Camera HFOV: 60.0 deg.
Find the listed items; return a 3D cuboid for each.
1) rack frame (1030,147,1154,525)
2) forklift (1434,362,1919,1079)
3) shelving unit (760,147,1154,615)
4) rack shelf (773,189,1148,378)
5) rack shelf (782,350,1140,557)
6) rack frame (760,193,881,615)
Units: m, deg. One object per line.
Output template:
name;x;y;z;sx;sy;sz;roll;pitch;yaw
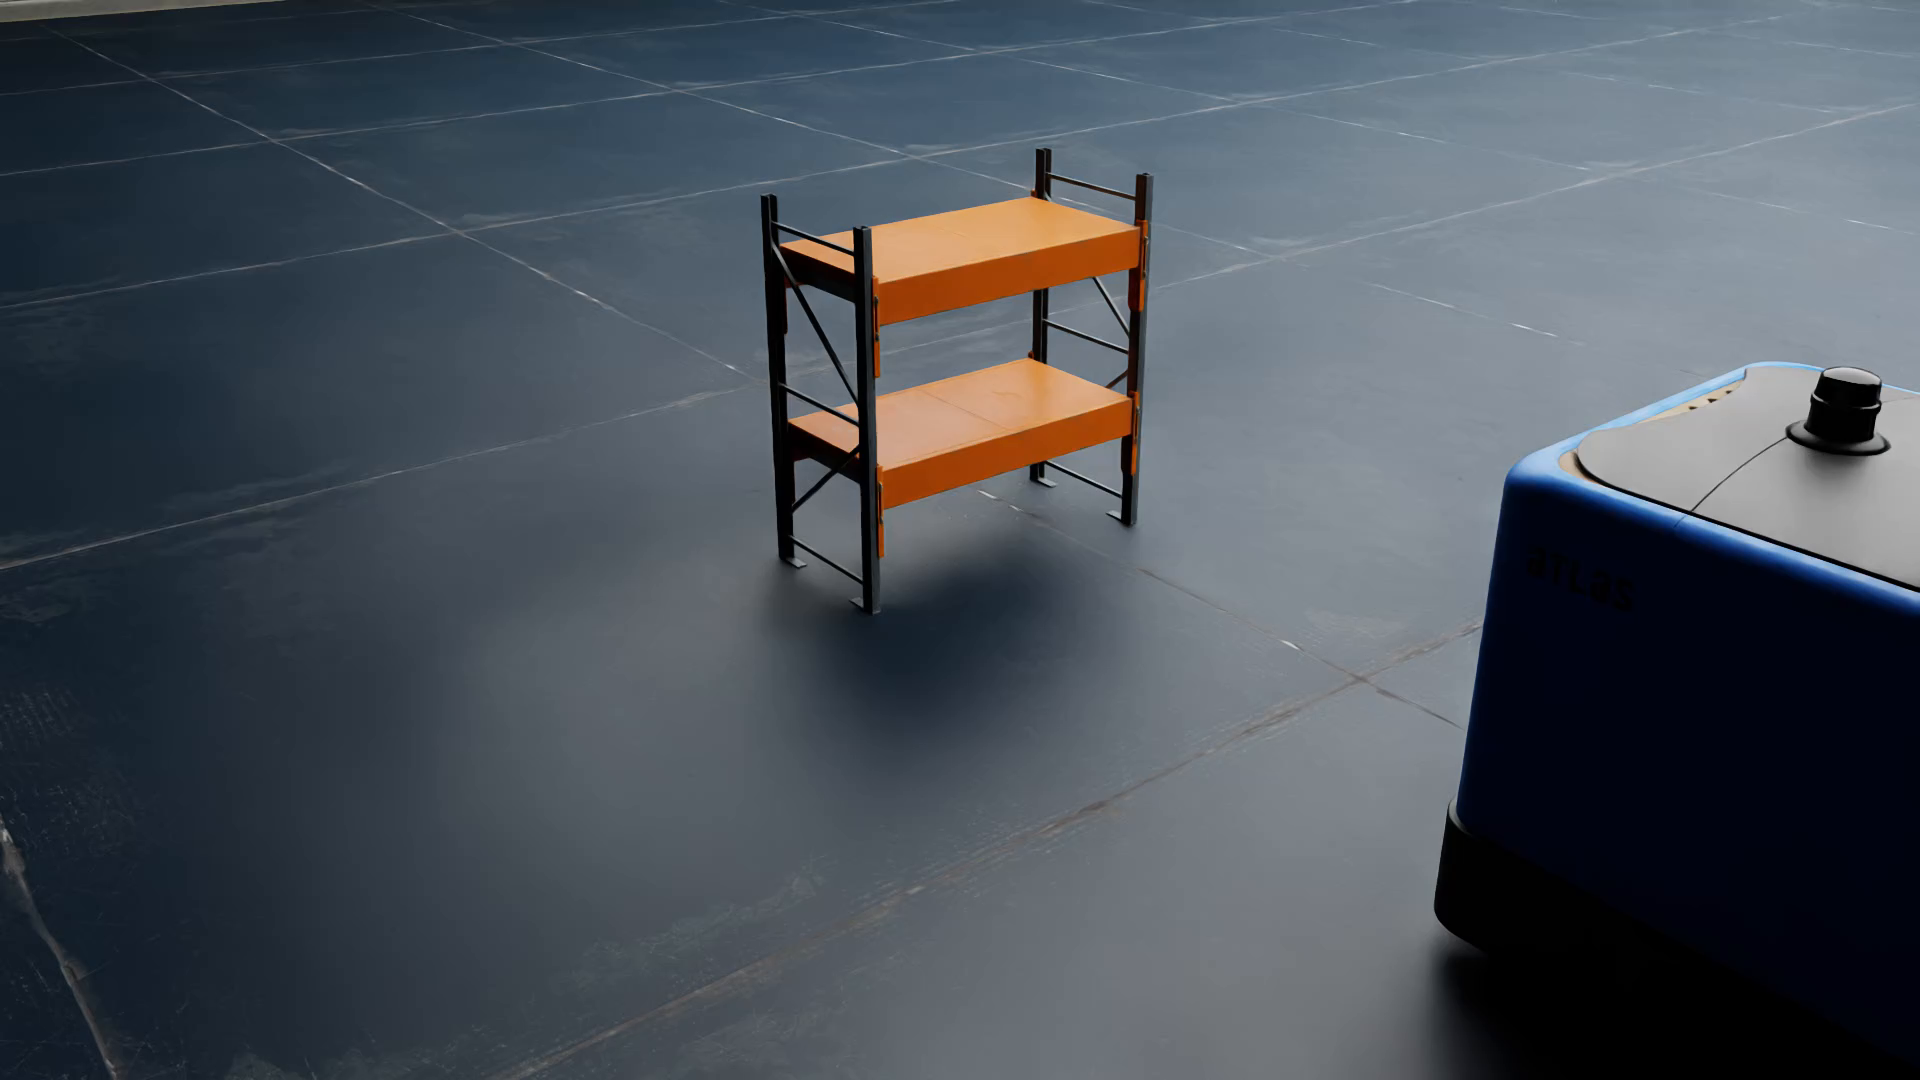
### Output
rack frame;0.405;-0.644;5.302;0.032;1.125;0.500;-18;31;-34
forklift;2.298;-0.146;2.084;1.130;2.935;3.031;-19;31;-35
shelving unit;0.005;-0.512;5.017;1.048;1.125;0.538;-18;31;-34
rack shelf;0.005;-0.777;4.894;1.000;0.278;0.538;-18;31;-34
rack shelf;0.005;-0.290;5.120;1.000;0.278;0.538;-18;31;-34
rack frame;-0.395;-0.380;4.732;0.032;1.125;0.500;-18;31;-34
